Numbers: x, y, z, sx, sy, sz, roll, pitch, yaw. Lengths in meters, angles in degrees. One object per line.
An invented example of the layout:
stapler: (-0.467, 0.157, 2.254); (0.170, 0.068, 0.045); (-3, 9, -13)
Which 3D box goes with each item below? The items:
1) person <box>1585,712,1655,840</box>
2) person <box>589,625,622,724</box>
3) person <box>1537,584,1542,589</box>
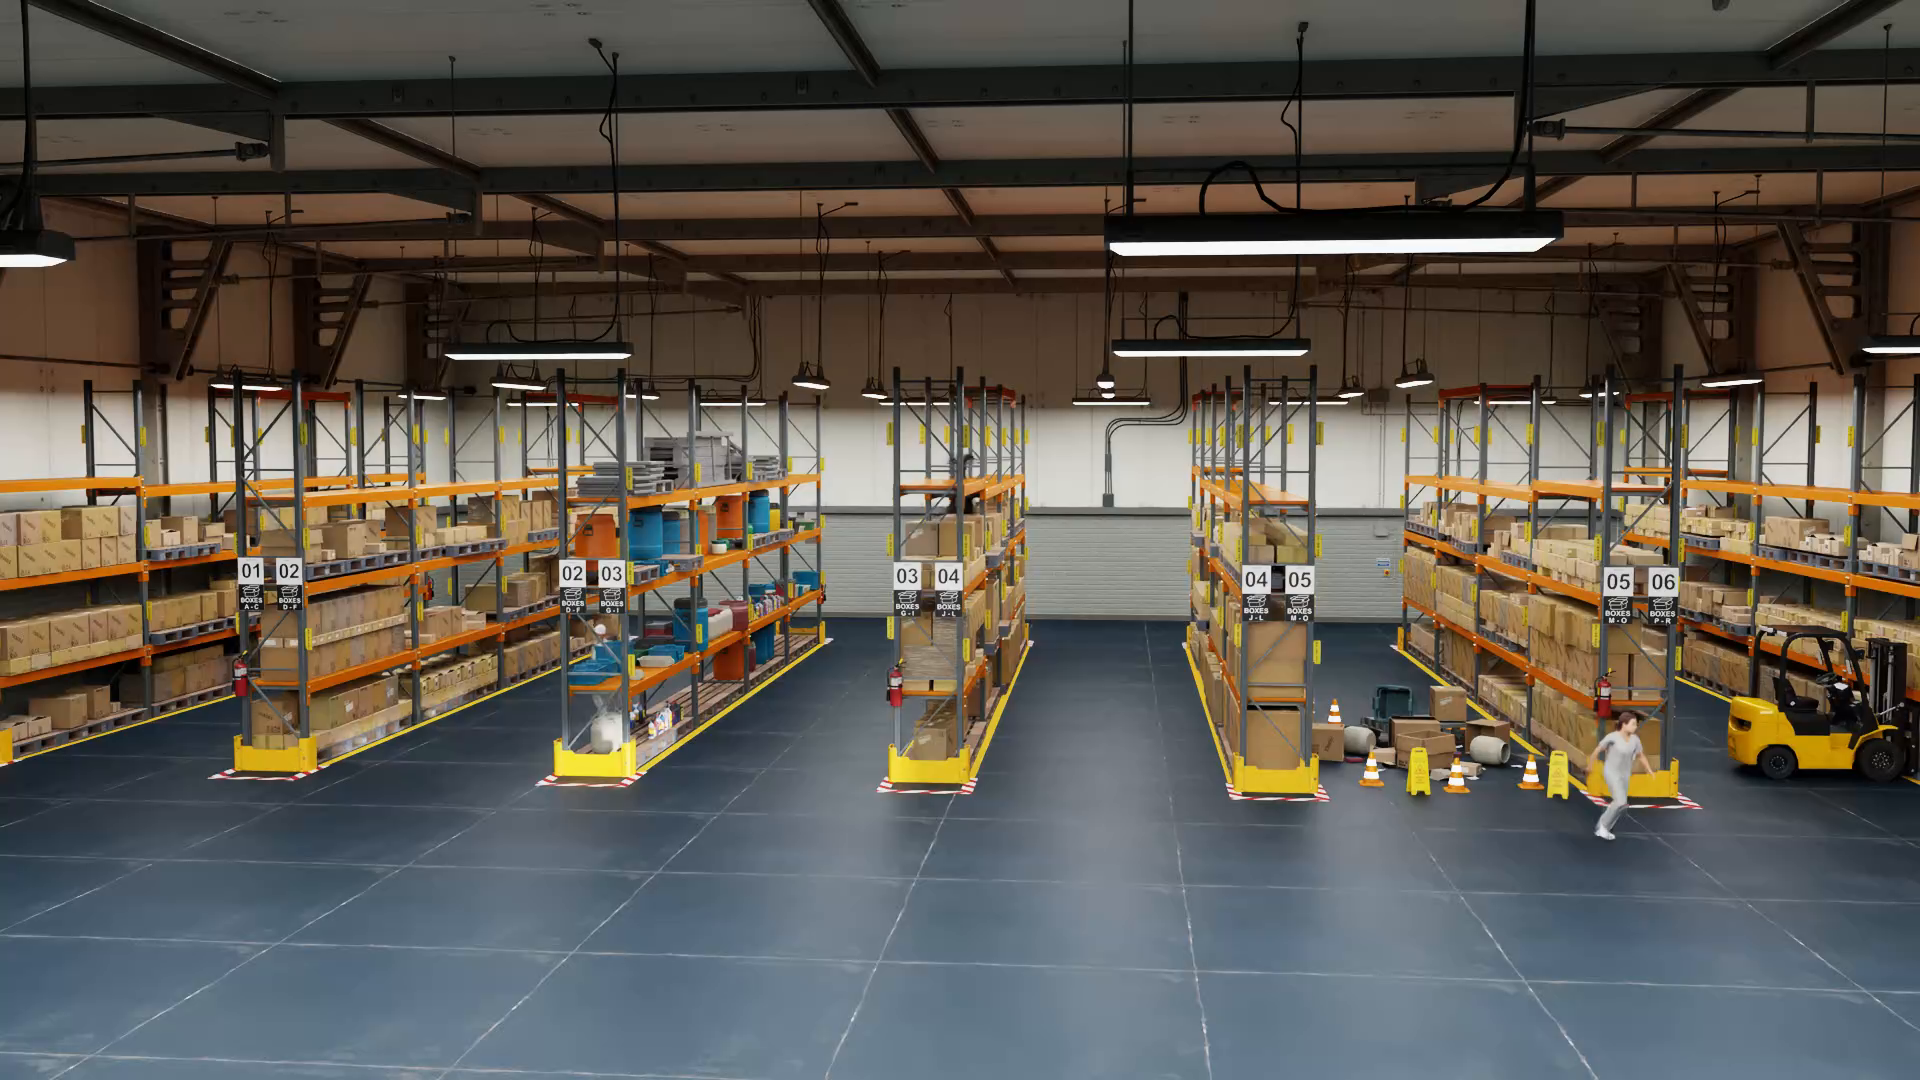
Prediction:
person: (8.131, 2.911, 20.419); (0.559, 1.612, 0.743); (-1, 4, -18)
person: (-6.298, 2.326, 29.203); (0.762, 1.718, 0.858); (-1, 4, -18)
person: (13.219, 1.754, 37.967); (0.919, 1.720, 0.766); (2, 4, 30)
